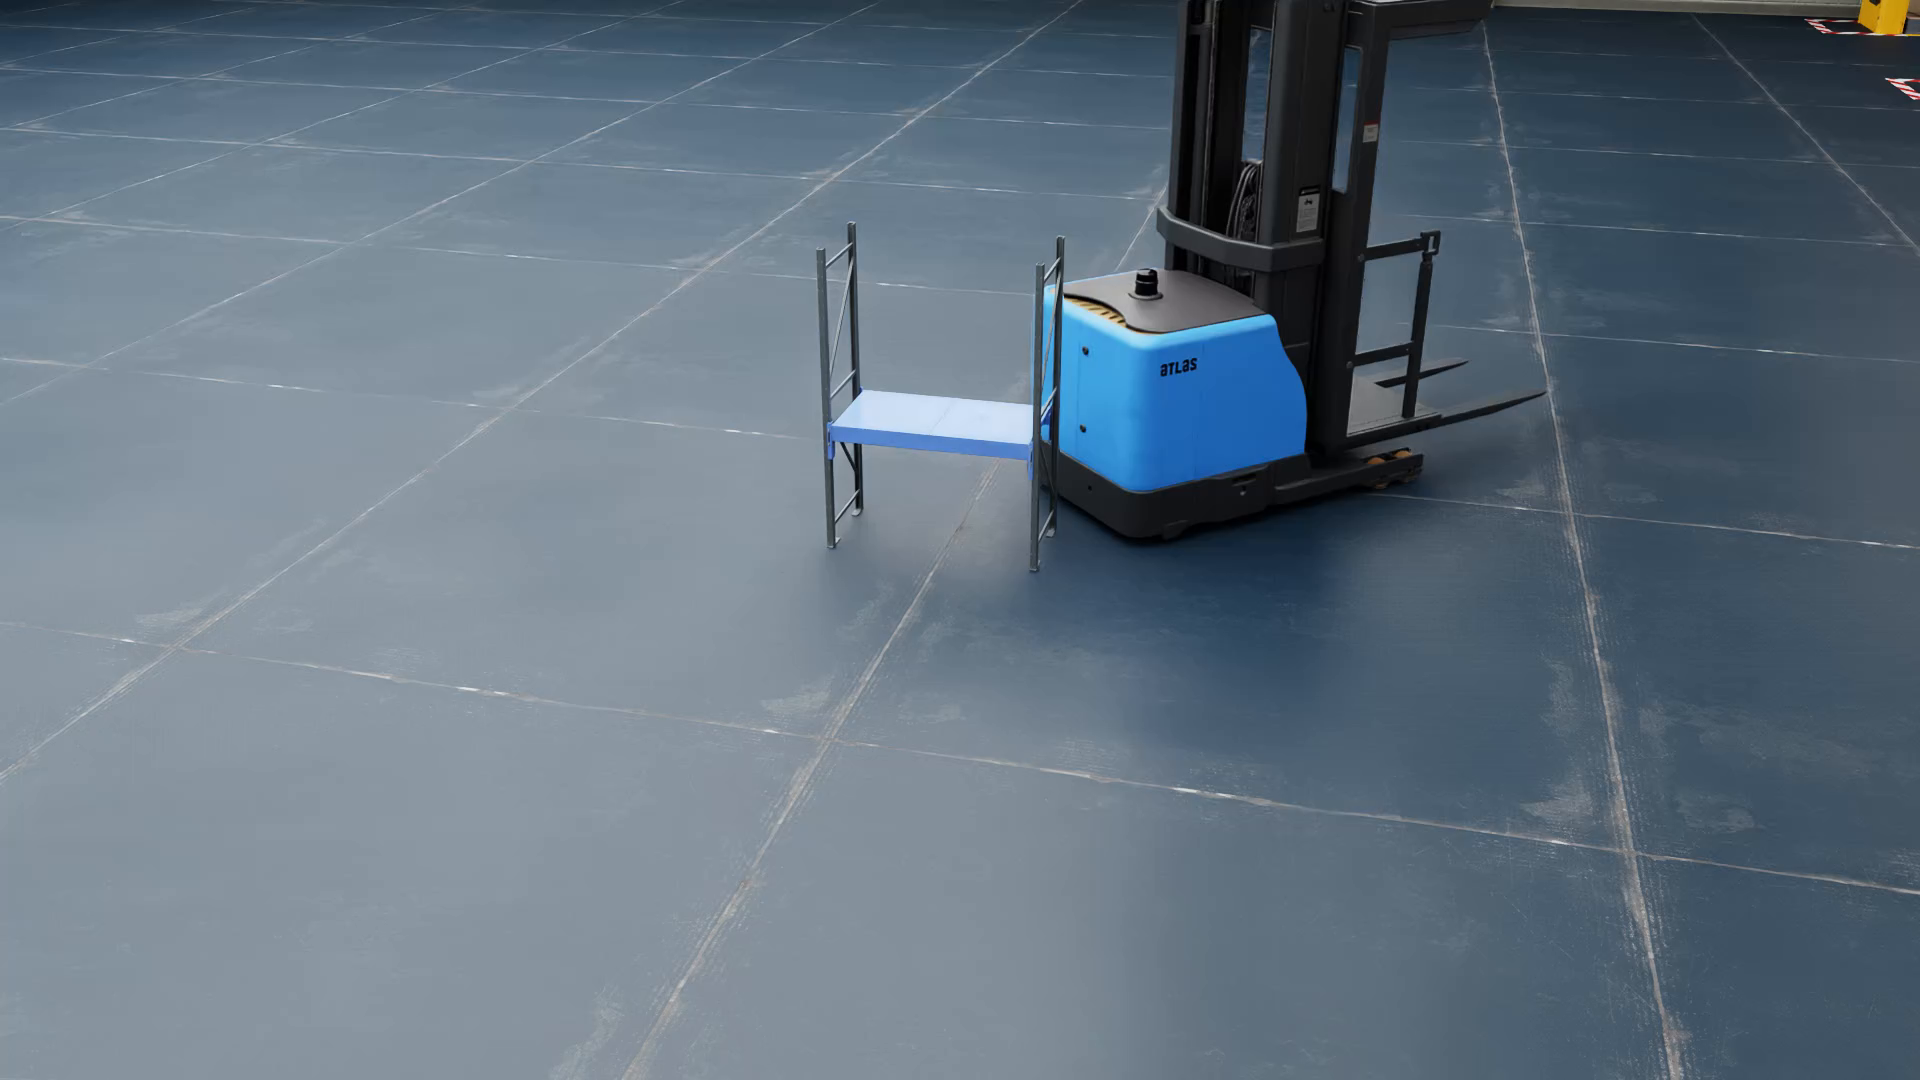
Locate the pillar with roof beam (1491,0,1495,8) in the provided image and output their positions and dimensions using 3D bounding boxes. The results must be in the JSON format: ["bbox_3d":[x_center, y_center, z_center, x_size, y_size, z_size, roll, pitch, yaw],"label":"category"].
[{"bbox_3d":[6.845,-10.394,19.614,0.400,9.000,9.100,6,26,13],"label":"pillar with roof beam"}]

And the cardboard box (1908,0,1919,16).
[{"bbox_3d":[13.483,-7.424,22.969,0.500,0.311,0.500,3,26,7],"label":"cardboard box"}]

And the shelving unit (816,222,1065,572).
[{"bbox_3d":[-0.083,-0.686,7.947,1.048,1.500,0.538,6,26,13],"label":"shelving unit"}]

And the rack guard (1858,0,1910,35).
[{"bbox_3d":[12.909,-7.414,23.241,0.348,0.500,1.175,6,26,13],"label":"rack guard"}]

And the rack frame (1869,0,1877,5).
[{"bbox_3d":[12.835,-8.550,22.720,0.127,3.000,1.000,6,26,13],"label":"rack frame"}]

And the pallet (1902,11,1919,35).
[{"bbox_3d":[13.687,-7.182,23.089,1.213,0.211,1.003,6,26,13],"label":"pallet"}]

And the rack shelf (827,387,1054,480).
[{"bbox_3d":[-0.083,-0.524,8.024,1.000,0.185,0.538,6,26,13],"label":"rack shelf"}]

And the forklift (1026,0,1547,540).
[{"bbox_3d":[1.886,-1.772,8.563,3.031,2.935,1.130,-14,29,-27],"label":"forklift"}]

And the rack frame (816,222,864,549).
[{"bbox_3d":[-0.575,-0.741,8.061,0.032,1.500,0.500,6,26,13],"label":"rack frame"}]

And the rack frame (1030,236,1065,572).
[{"bbox_3d":[0.410,-0.632,7.832,0.032,1.500,0.500,6,26,13],"label":"rack frame"}]
